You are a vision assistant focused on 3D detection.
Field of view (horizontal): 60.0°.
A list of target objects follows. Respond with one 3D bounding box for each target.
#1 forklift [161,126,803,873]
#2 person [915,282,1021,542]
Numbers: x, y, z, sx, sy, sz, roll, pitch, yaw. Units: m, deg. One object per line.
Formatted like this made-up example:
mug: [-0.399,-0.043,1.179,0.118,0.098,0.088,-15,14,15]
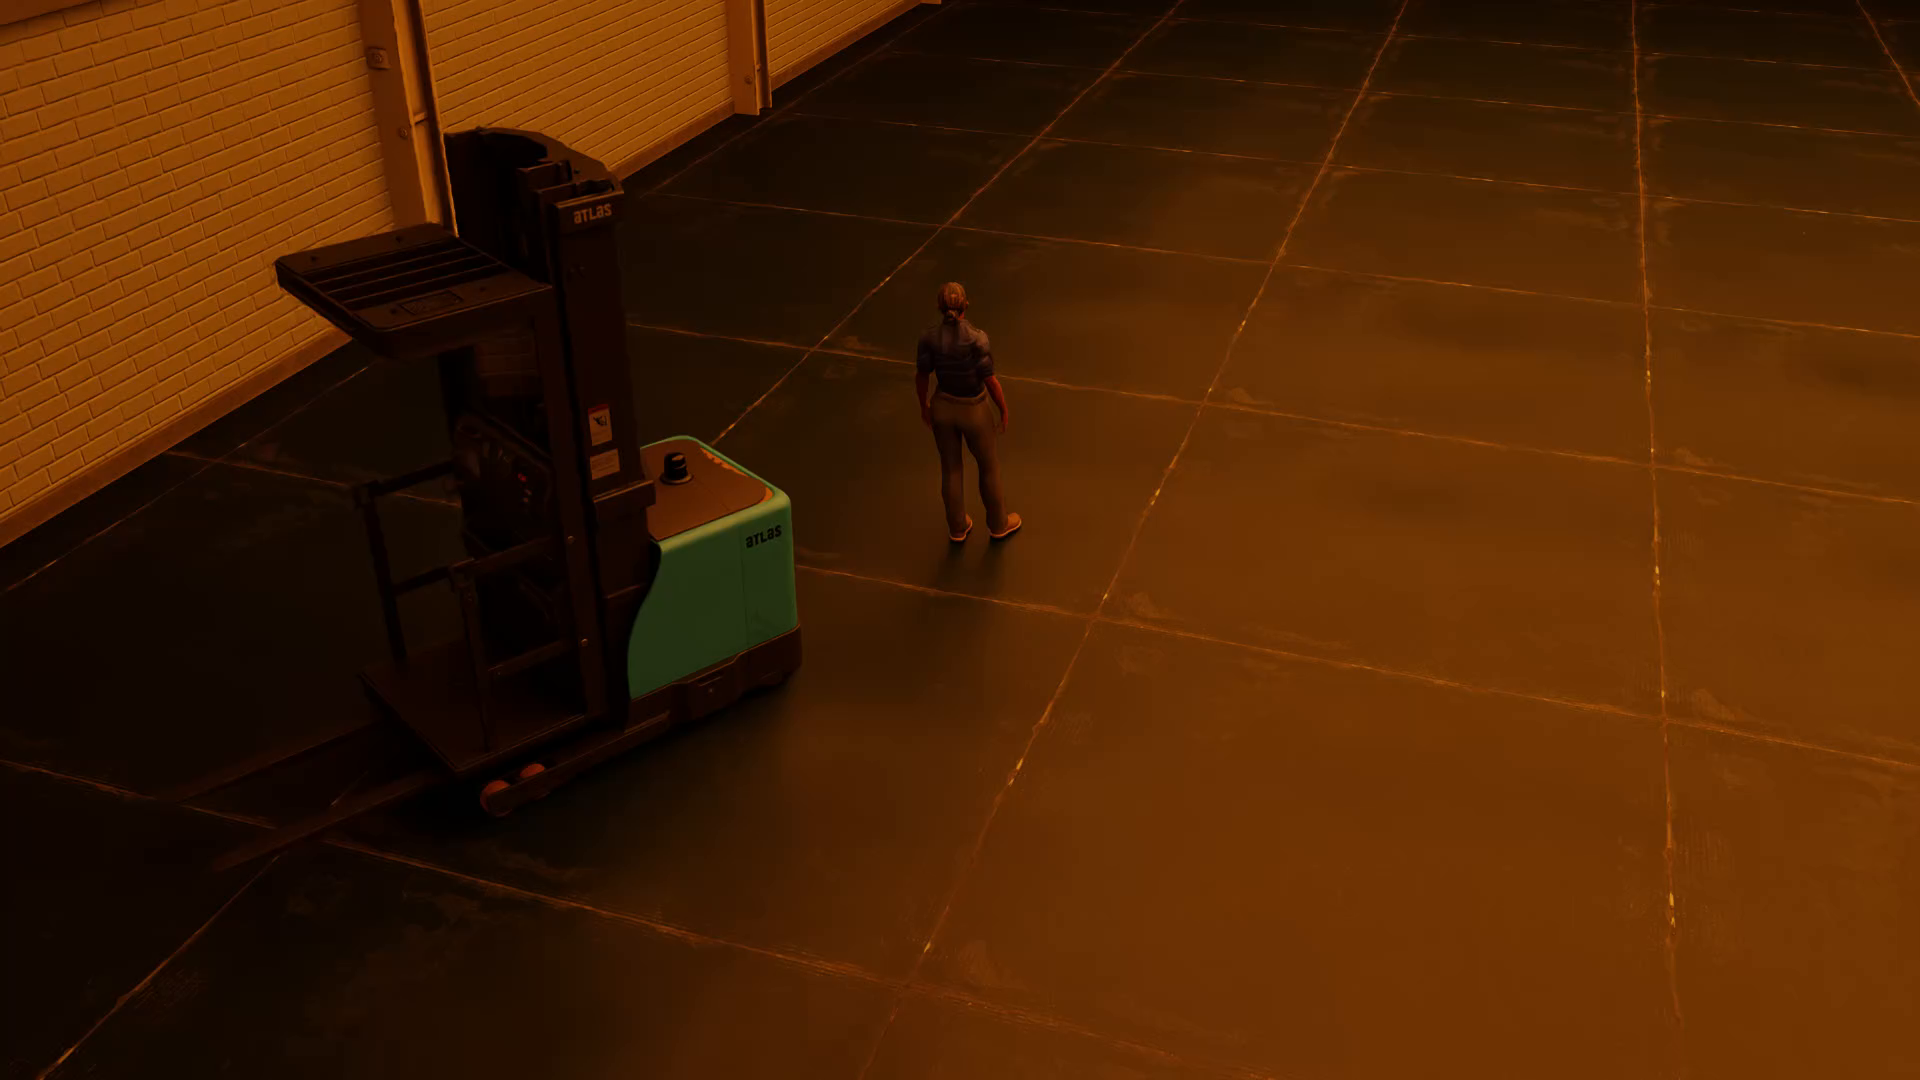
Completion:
forklift: [-2.280,-0.268,7.606,3.031,2.935,1.130,-23,37,-35]
person: [0.047,-0.763,9.749,0.569,1.656,0.503,10,31,16]
